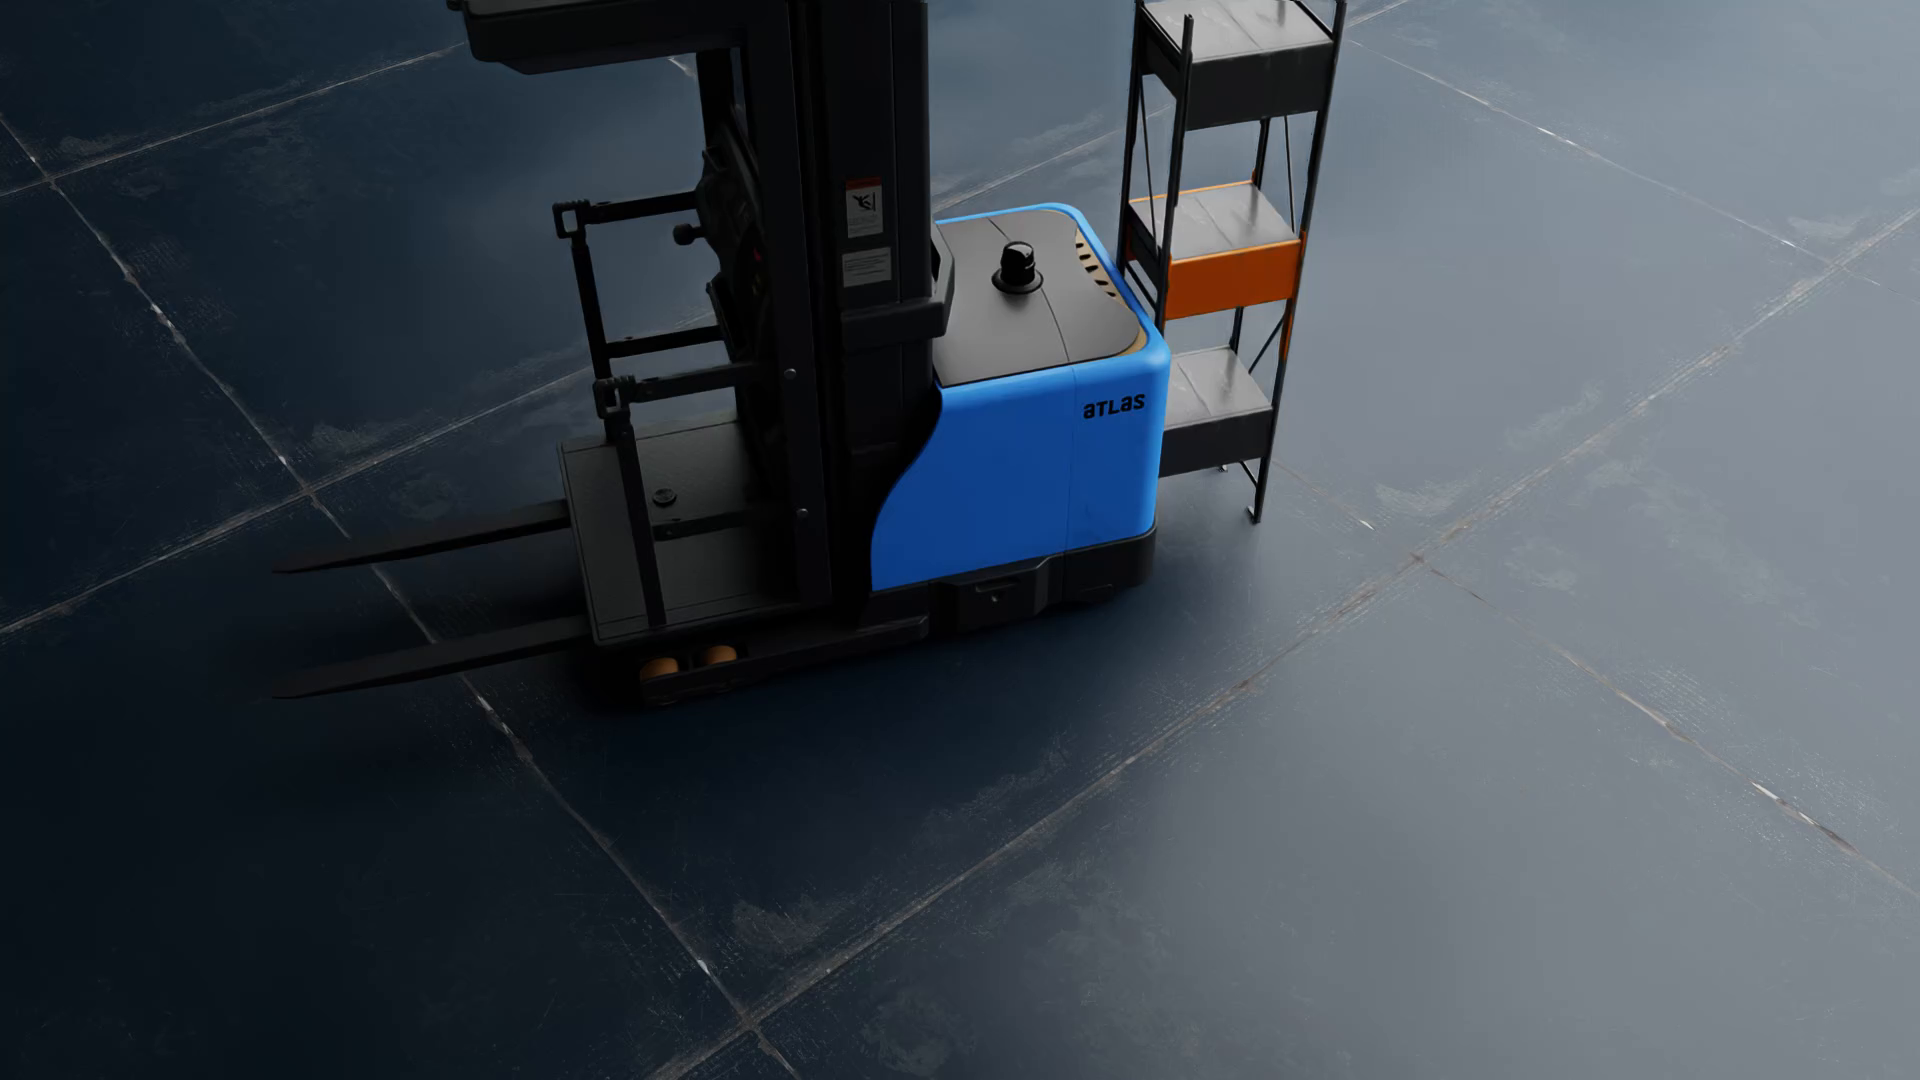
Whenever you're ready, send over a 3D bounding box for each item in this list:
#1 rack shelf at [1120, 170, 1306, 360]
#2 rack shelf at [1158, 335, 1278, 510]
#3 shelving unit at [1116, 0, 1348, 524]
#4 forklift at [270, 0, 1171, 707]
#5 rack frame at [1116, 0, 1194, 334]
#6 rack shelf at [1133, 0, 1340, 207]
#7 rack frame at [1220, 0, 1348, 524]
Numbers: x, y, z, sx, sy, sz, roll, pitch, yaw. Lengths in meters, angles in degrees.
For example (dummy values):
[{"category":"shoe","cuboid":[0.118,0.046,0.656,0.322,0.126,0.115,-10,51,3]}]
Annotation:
[{"category":"rack shelf","cuboid":[0.843,-0.902,5.697,0.480,0.518,0.431,-12,44,-12]},{"category":"rack shelf","cuboid":[0.843,-0.392,6.176,0.480,0.518,0.431,-12,44,-12]},{"category":"shelving unit","cuboid":[0.843,-0.912,5.687,0.503,2.100,0.431,-12,44,-12]},{"category":"forklift","cuboid":[-0.877,-0.913,5.081,3.031,2.935,1.130,-12,44,-12]},{"category":"rack frame","cuboid":[0.609,-0.864,5.636,0.015,2.100,0.400,-12,44,-12]},{"category":"rack shelf","cuboid":[0.843,-1.412,5.217,0.480,0.518,0.431,-12,44,-12]},{"category":"rack frame","cuboid":[1.076,-0.960,5.738,0.015,2.100,0.400,-12,44,-12]}]
